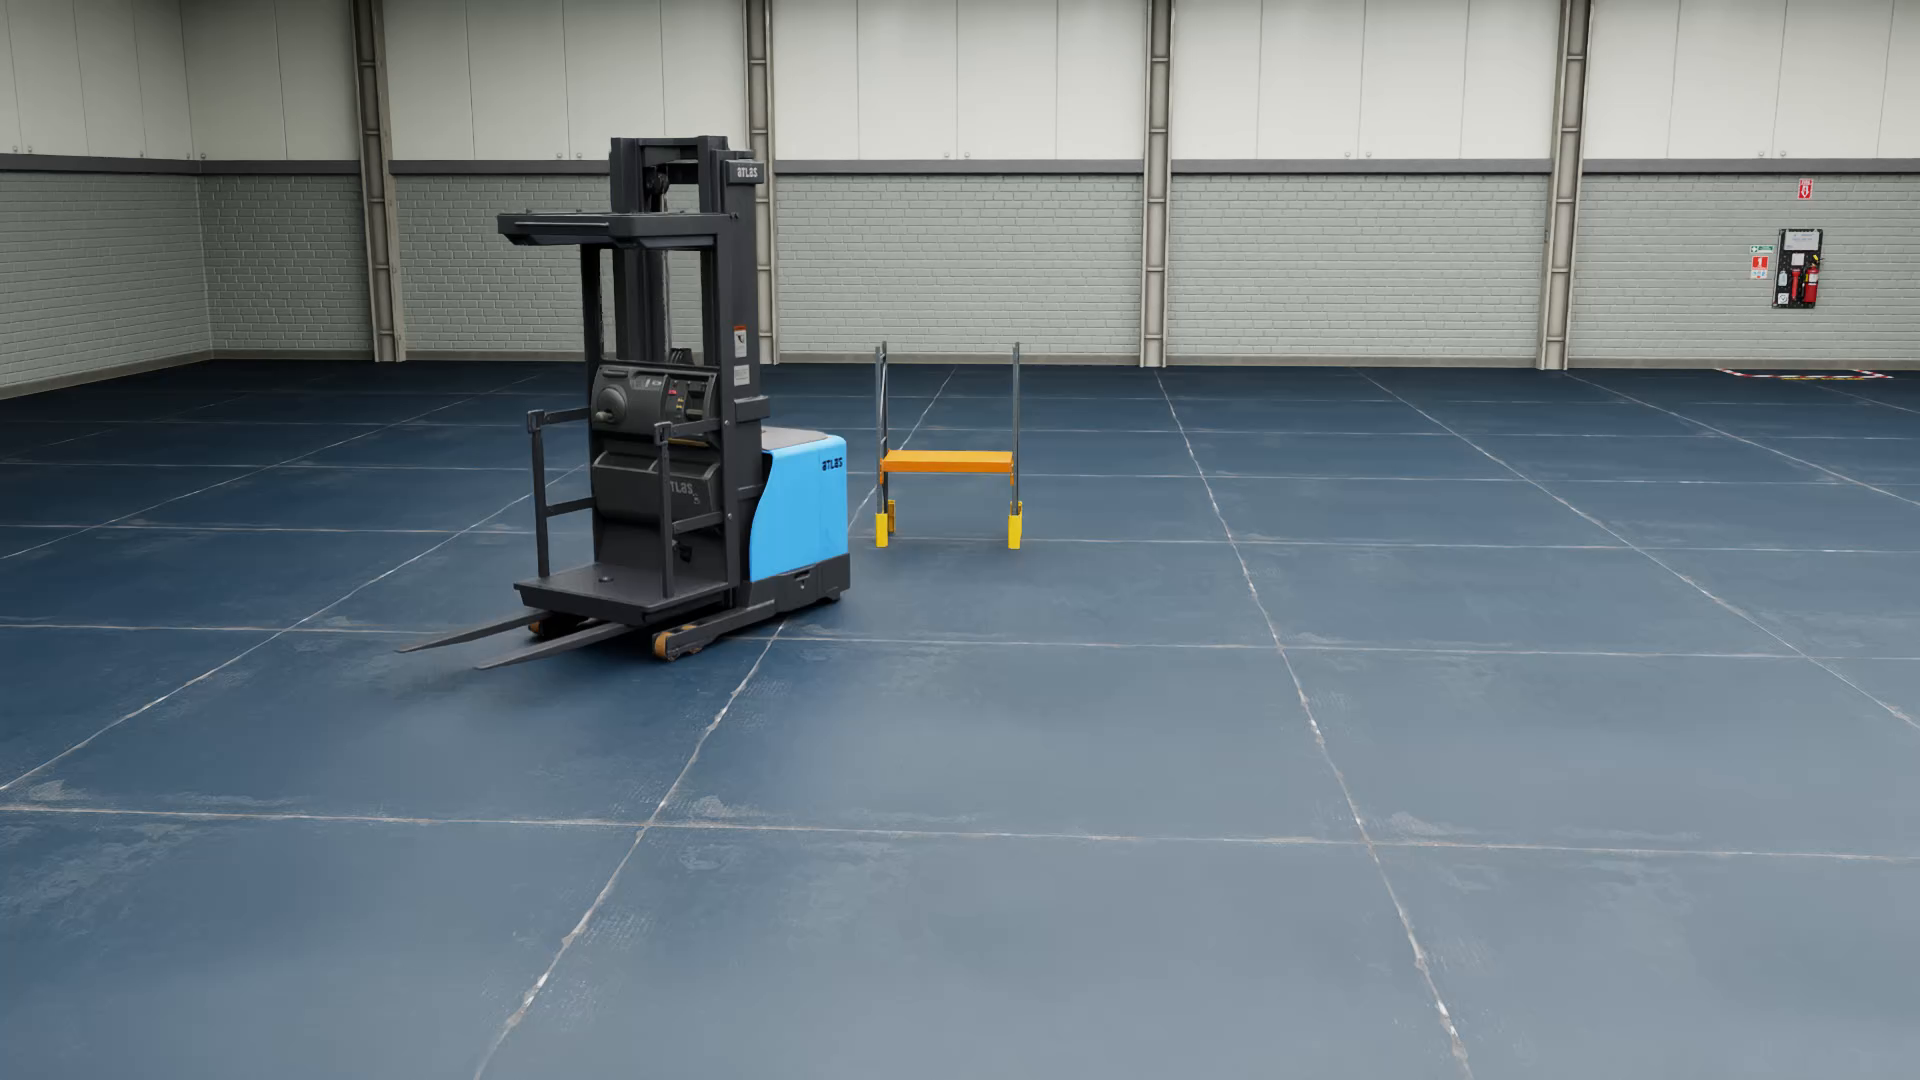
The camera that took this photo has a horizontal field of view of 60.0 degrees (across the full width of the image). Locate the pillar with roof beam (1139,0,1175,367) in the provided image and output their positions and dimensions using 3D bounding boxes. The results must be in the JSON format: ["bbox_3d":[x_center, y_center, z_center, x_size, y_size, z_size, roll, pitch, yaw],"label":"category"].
[{"bbox_3d":[2.670,-6.200,20.428,0.400,9.000,9.100,1,12,4],"label":"pillar with roof beam"}]

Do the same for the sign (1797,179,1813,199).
[{"bbox_3d":[12.466,-5.175,24.521,0.199,0.298,0.001,1,12,4],"label":"sign"}]

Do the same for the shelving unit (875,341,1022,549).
[{"bbox_3d":[-0.076,-0.735,12.619,1.083,1.500,0.587,1,12,4],"label":"shelving unit"}]

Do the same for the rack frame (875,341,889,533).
[{"bbox_3d":[-0.592,-0.742,12.653,0.032,1.500,0.500,1,12,4],"label":"rack frame"}]

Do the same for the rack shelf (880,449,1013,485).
[{"bbox_3d":[-0.085,-0.559,12.657,1.000,0.185,0.538,1,12,4],"label":"rack shelf"}]

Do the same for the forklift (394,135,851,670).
[{"bbox_3d":[-1.932,-0.854,9.693,1.130,2.935,3.031,7,14,32],"label":"forklift"}]

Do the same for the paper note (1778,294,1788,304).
[{"bbox_3d":[12.295,-3.606,24.830,0.142,0.148,0.016,1,12,4],"label":"paper note"}]

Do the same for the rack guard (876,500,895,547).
[{"bbox_3d":[-0.573,-0.130,12.780,0.087,0.250,0.587,1,12,4],"label":"rack guard"}]

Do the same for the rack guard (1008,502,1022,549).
[{"bbox_3d":[0.421,-0.117,12.715,0.087,0.250,0.587,1,12,4],"label":"rack guard"}]

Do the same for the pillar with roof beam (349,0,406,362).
[{"bbox_3d":[-9.303,-6.364,21.213,0.400,9.000,9.100,1,12,4],"label":"pillar with roof beam"}]

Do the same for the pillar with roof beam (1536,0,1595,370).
[{"bbox_3d":[8.656,-6.118,20.036,0.400,9.000,9.100,1,12,4],"label":"pillar with roof beam"}]

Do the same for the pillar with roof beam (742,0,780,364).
[{"bbox_3d":[-3.317,-6.282,20.821,0.400,9.000,9.100,1,12,4],"label":"pillar with roof beam"}]

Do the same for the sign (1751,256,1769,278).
[{"bbox_3d":[11.923,-4.066,24.794,0.234,0.329,0.001,1,12,4],"label":"sign"}]

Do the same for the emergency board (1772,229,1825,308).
[{"bbox_3d":[12.467,-4.020,24.661,0.643,1.169,0.194,1,12,4],"label":"emergency board"}]

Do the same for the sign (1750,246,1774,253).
[{"bbox_3d":[11.927,-4.324,24.731,0.331,0.109,0.001,1,12,4],"label":"sign"}]

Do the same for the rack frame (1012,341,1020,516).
[{"bbox_3d":[0.422,-0.728,12.587,0.032,1.500,0.500,1,12,4],"label":"rack frame"}]
